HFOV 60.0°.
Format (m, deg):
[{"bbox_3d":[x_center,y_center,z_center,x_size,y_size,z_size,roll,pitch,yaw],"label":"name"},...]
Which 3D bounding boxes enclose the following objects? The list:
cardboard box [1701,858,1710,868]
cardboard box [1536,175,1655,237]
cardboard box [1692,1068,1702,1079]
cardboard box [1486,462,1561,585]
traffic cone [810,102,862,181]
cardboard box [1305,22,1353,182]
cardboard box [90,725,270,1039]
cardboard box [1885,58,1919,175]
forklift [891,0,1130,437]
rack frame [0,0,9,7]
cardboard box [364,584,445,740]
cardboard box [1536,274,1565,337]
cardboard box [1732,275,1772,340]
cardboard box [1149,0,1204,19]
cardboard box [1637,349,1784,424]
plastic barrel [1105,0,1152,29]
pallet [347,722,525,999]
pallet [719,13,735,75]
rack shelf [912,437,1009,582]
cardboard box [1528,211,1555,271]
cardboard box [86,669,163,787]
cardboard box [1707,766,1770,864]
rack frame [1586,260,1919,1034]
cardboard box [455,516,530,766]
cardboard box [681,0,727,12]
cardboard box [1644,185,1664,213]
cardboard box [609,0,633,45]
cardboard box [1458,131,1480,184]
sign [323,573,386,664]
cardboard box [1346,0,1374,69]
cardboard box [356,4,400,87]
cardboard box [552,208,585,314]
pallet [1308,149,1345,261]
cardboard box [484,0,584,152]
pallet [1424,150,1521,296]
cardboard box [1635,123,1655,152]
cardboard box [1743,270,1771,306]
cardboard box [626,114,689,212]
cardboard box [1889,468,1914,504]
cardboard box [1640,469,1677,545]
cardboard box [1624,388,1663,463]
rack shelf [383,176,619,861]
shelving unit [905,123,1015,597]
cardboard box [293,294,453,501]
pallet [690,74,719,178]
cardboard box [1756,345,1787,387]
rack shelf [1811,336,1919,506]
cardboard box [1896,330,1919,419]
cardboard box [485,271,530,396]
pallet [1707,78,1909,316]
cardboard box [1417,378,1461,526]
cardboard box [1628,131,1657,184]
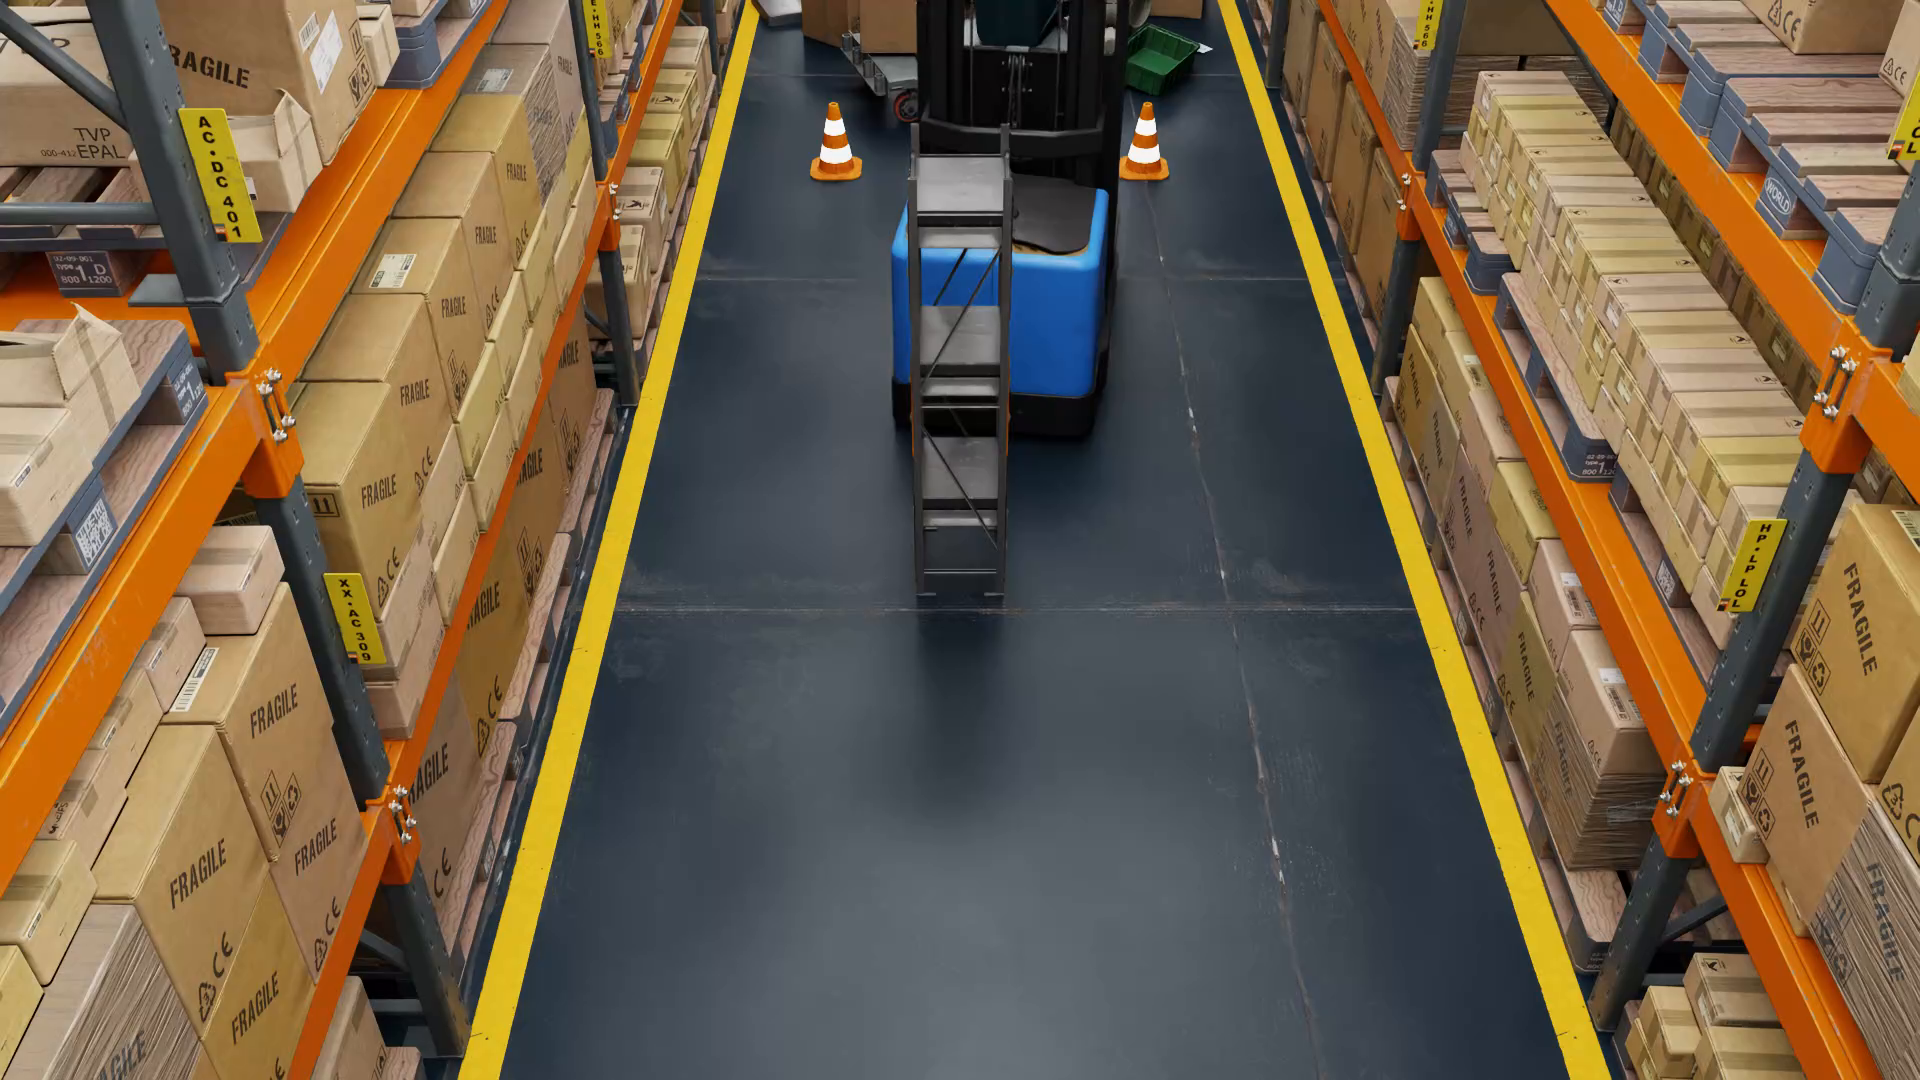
[{"bbox_3d":[2.998,0.871,6.173,0.500,0.500,0.500,1,39,2],"label":"cardboard box"},{"bbox_3d":[2.537,-1.332,6.649,0.380,0.149,0.250,2,39,2],"label":"cardboard box"},{"bbox_3d":[2.504,1.739,5.132,0.380,0.149,0.250,0,39,0],"label":"cardboard box"},{"bbox_3d":[2.478,-0.077,6.756,0.500,0.250,0.500,-2,39,-2],"label":"cardboard box"},{"bbox_3d":[-0.824,-2.650,10.932,0.336,0.463,0.334,0,39,0],"label":"traffic cone"},{"bbox_3d":[2.813,-2.776,10.524,1.050,0.750,0.750,0,39,0],"label":"cardboard box"},{"bbox_3d":[-1.947,0.771,3.755,0.500,0.500,0.500,-1,39,-1],"label":"cardboard box"},{"bbox_3d":[2.844,-1.089,4.141,0.700,0.500,0.500,0,39,0],"label":"cardboard box"},{"bbox_3d":[0.353,-2.591,8.885,1.130,2.935,3.031,5,39,6],"label":"forklift"},{"bbox_3d":[-7.189,-4.408,11.098,1.000,3.000,0.127,0,39,0],"label":"rack frame"},{"bbox_3d":[-1.952,0.372,5.253,0.500,0.250,0.500,-1,39,-1],"label":"cardboard box"},{"bbox_3d":[2.532,-0.936,6.630,0.380,0.149,0.250,0,39,1],"label":"cardboard box"},{"bbox_3d":[3.190,-0.885,6.328,0.380,0.149,0.250,-1,39,-1],"label":"cardboard box"},{"bbox_3d":[1.697,-4.477,13.180,0.500,0.500,0.500,6,39,8],"label":"cardboard box"},{"bbox_3d":[2.538,-0.521,5.636,0.380,0.149,0.250,0,39,0],"label":"cardboard box"},{"bbox_3d":[1.189,-4.184,12.878,0.512,0.421,0.421,28,46,30],"label":"plastic barrel"},{"bbox_3d":[-2.292,1.194,6.337,1.003,0.211,1.213,0,39,0],"label":"pallet"},{"bbox_3d":[-2.261,-3.746,12.501,1.003,0.211,1.213,0,39,0],"label":"pallet"},{"bbox_3d":[0.000,-0.159,7.656,0.431,0.518,0.480,0,39,0],"label":"rack shelf"},{"bbox_3d":[2.535,-1.209,6.733,0.380,0.149,0.250,0,39,0],"label":"cardboard box"},{"bbox_3d":[-2.015,0.419,3.675,0.380,0.149,0.250,0,39,0],"label":"cardboard box"},{"bbox_3d":[2.407,0.797,4.803,0.380,0.149,0.250,1,39,2],"label":"cardboard box"},{"bbox_3d":[2.734,0.522,4.946,1.000,3.000,0.127,0,39,0],"label":"rack frame"},{"bbox_3d":[-2.305,0.301,6.584,0.875,0.875,0.875,1,39,1],"label":"cardboard box"},{"bbox_3d":[-1.956,-4.167,12.060,0.500,0.500,0.500,2,39,2],"label":"cardboard box"},{"bbox_3d":[3.189,-1.421,7.235,0.380,0.149,0.250,1,39,1],"label":"cardboard box"},{"bbox_3d":[-1.997,-2.839,8.486,0.500,0.500,0.500,2,39,2],"label":"cardboard box"},{"bbox_3d":[2.528,-1.766,7.665,0.380,0.149,0.250,-1,39,-1],"label":"cardboard box"},{"bbox_3d":[-1.661,0.218,4.569,0.100,0.325,0.005,0,39,0],"label":"sign"},{"bbox_3d":[2.461,-2.925,9.167,0.500,0.500,0.500,-1,39,-1],"label":"cardboard box"},{"bbox_3d":[-1.867,-1.446,4.854,0.380,0.166,0.250,-3,39,-3],"label":"cardboard box"},{"bbox_3d":[-1.944,-1.219,7.238,0.500,0.250,0.500,1,39,1],"label":"cardboard box"},{"bbox_3d":[2.805,-2.146,10.504,1.003,0.211,1.213,0,39,0],"label":"pallet"},{"bbox_3d":[-1.958,-2.019,7.237,0.500,0.500,0.500,-1,39,-1],"label":"cardboard box"},{"bbox_3d":[2.837,-1.459,7.571,1.213,0.211,1.003,0,39,0],"label":"pallet"},{"bbox_3d":[3.186,-1.814,7.250,0.380,0.149,0.250,0,39,-1],"label":"cardboard box"},{"bbox_3d":[3.187,-1.000,6.234,0.380,0.149,0.250,1,39,1],"label":"cardboard box"},{"bbox_3d":[-2.215,-2.340,10.283,0.950,0.372,0.625,1,39,1],"label":"cardboard box"},{"bbox_3d":[3.187,-0.197,5.232,0.380,0.149,0.250,1,39,1],"label":"cardboard box"},{"bbox_3d":[2.536,-0.111,5.600,0.380,0.149,0.250,0,39,0],"label":"cardboard box"},{"bbox_3d":[2.532,-0.400,5.723,0.380,0.149,0.250,-1,39,-2],"label":"cardboard box"},{"bbox_3d":[-2.218,-0.381,6.648,1.077,0.370,4.000,0,39,0],"label":"rack shelf"},{"bbox_3d":[0.000,-0.716,7.210,0.431,2.100,0.503,0,39,0],"label":"shelving unit"},{"bbox_3d":[-1.957,-0.434,5.259,0.500,0.500,0.500,0,39,0],"label":"cardboard box"},{"bbox_3d":[-2.223,-2.839,11.370,1.003,0.211,1.213,0,39,0],"label":"pallet"},{"bbox_3d":[3.187,-0.607,6.220,0.380,0.149,0.250,-1,39,-1],"label":"cardboard box"},{"bbox_3d":[2.736,0.883,2.672,1.077,0.370,4.000,0,39,0],"label":"rack shelf"},{"bbox_3d":[2.471,-0.301,3.693,0.500,0.250,0.500,2,39,2],"label":"cardboard box"},{"bbox_3d":[-1.940,-0.781,6.292,0.500,0.250,0.500,-1,39,-1],"label":"cardboard box"},{"bbox_3d":[2.840,-0.962,4.548,1.213,0.211,1.003,0,39,0],"label":"pallet"},{"bbox_3d":[2.479,-0.411,7.773,0.500,0.500,0.500,0,39,0],"label":"cardboard box"},{"bbox_3d":[3.187,-1.686,7.328,0.380,0.149,0.250,1,39,2],"label":"cardboard box"}]
